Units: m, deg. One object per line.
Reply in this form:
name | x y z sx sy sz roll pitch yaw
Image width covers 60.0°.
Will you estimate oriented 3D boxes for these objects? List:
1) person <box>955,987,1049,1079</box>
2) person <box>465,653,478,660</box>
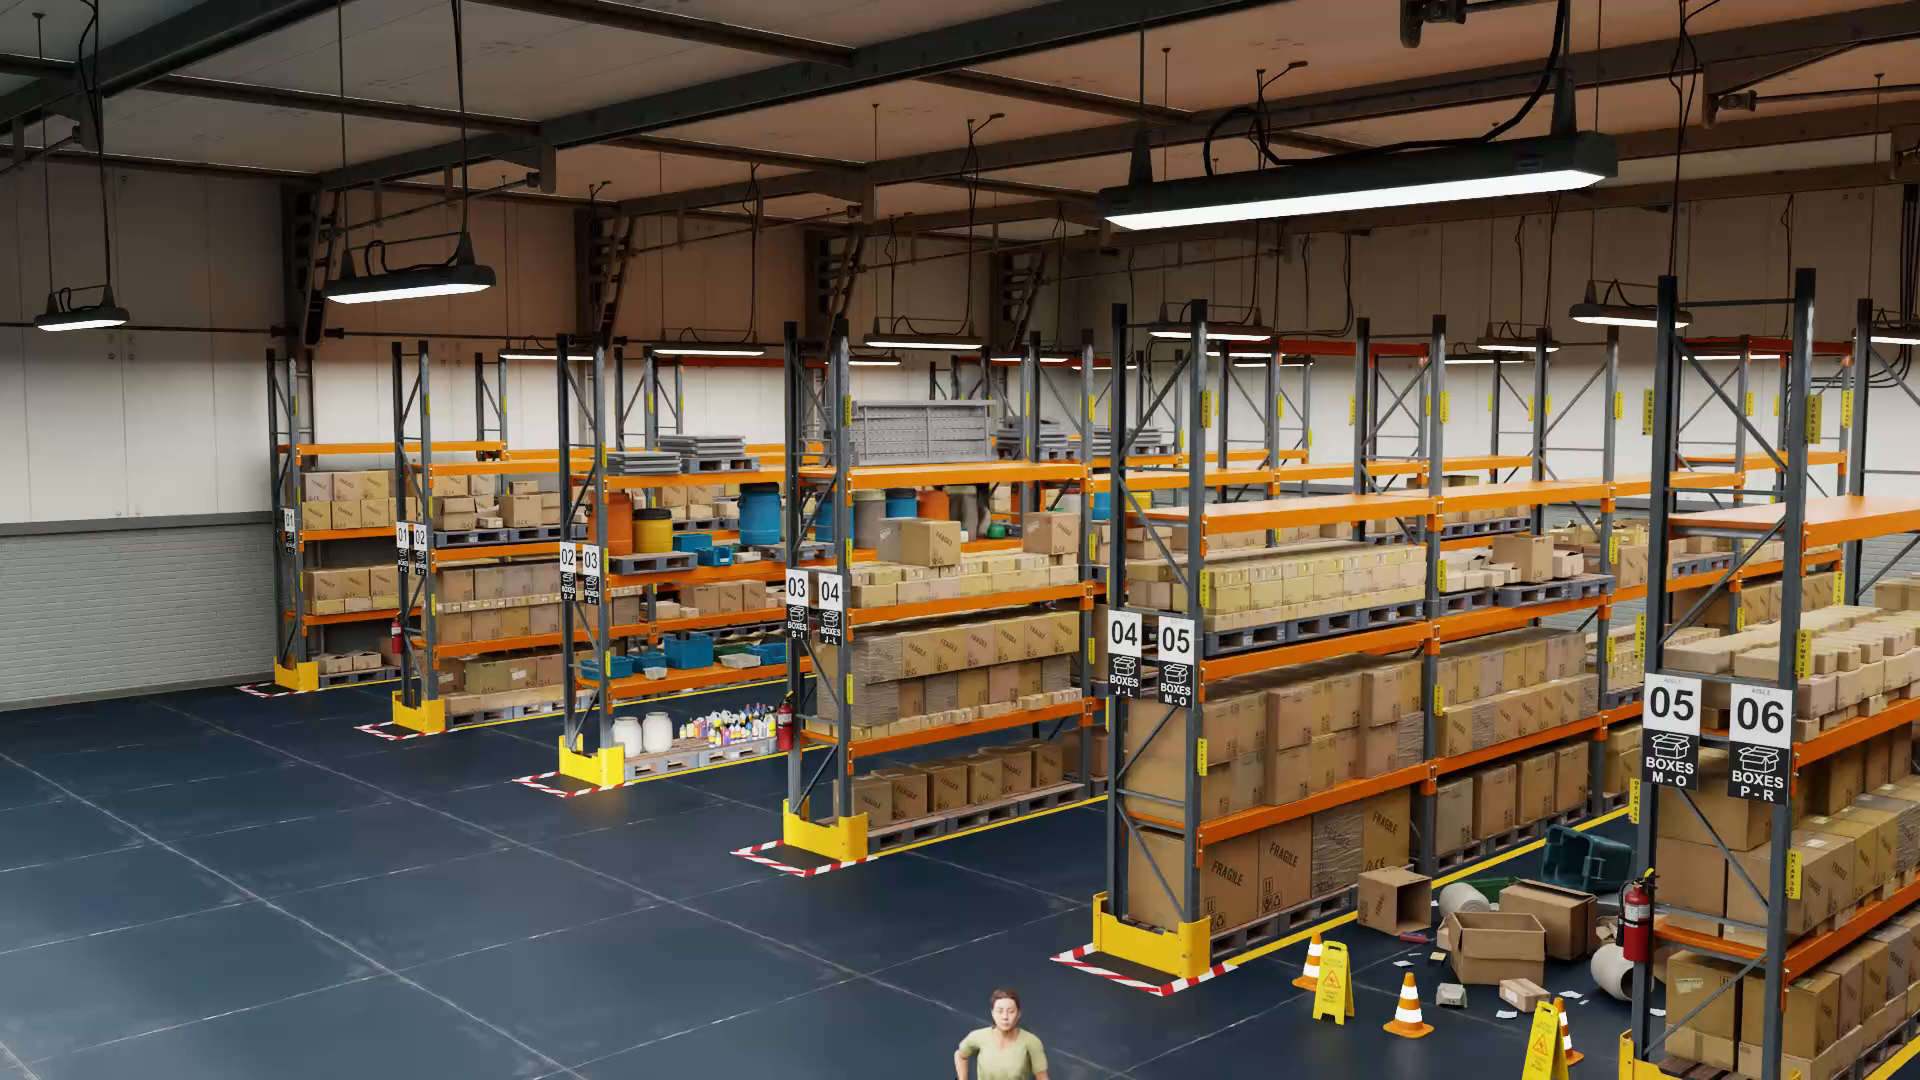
person | 0.254 3.479 9.889 0.560 1.635 0.613 0 5 -1
person | -8.295 1.797 28.539 0.648 1.845 0.799 4 7 40
